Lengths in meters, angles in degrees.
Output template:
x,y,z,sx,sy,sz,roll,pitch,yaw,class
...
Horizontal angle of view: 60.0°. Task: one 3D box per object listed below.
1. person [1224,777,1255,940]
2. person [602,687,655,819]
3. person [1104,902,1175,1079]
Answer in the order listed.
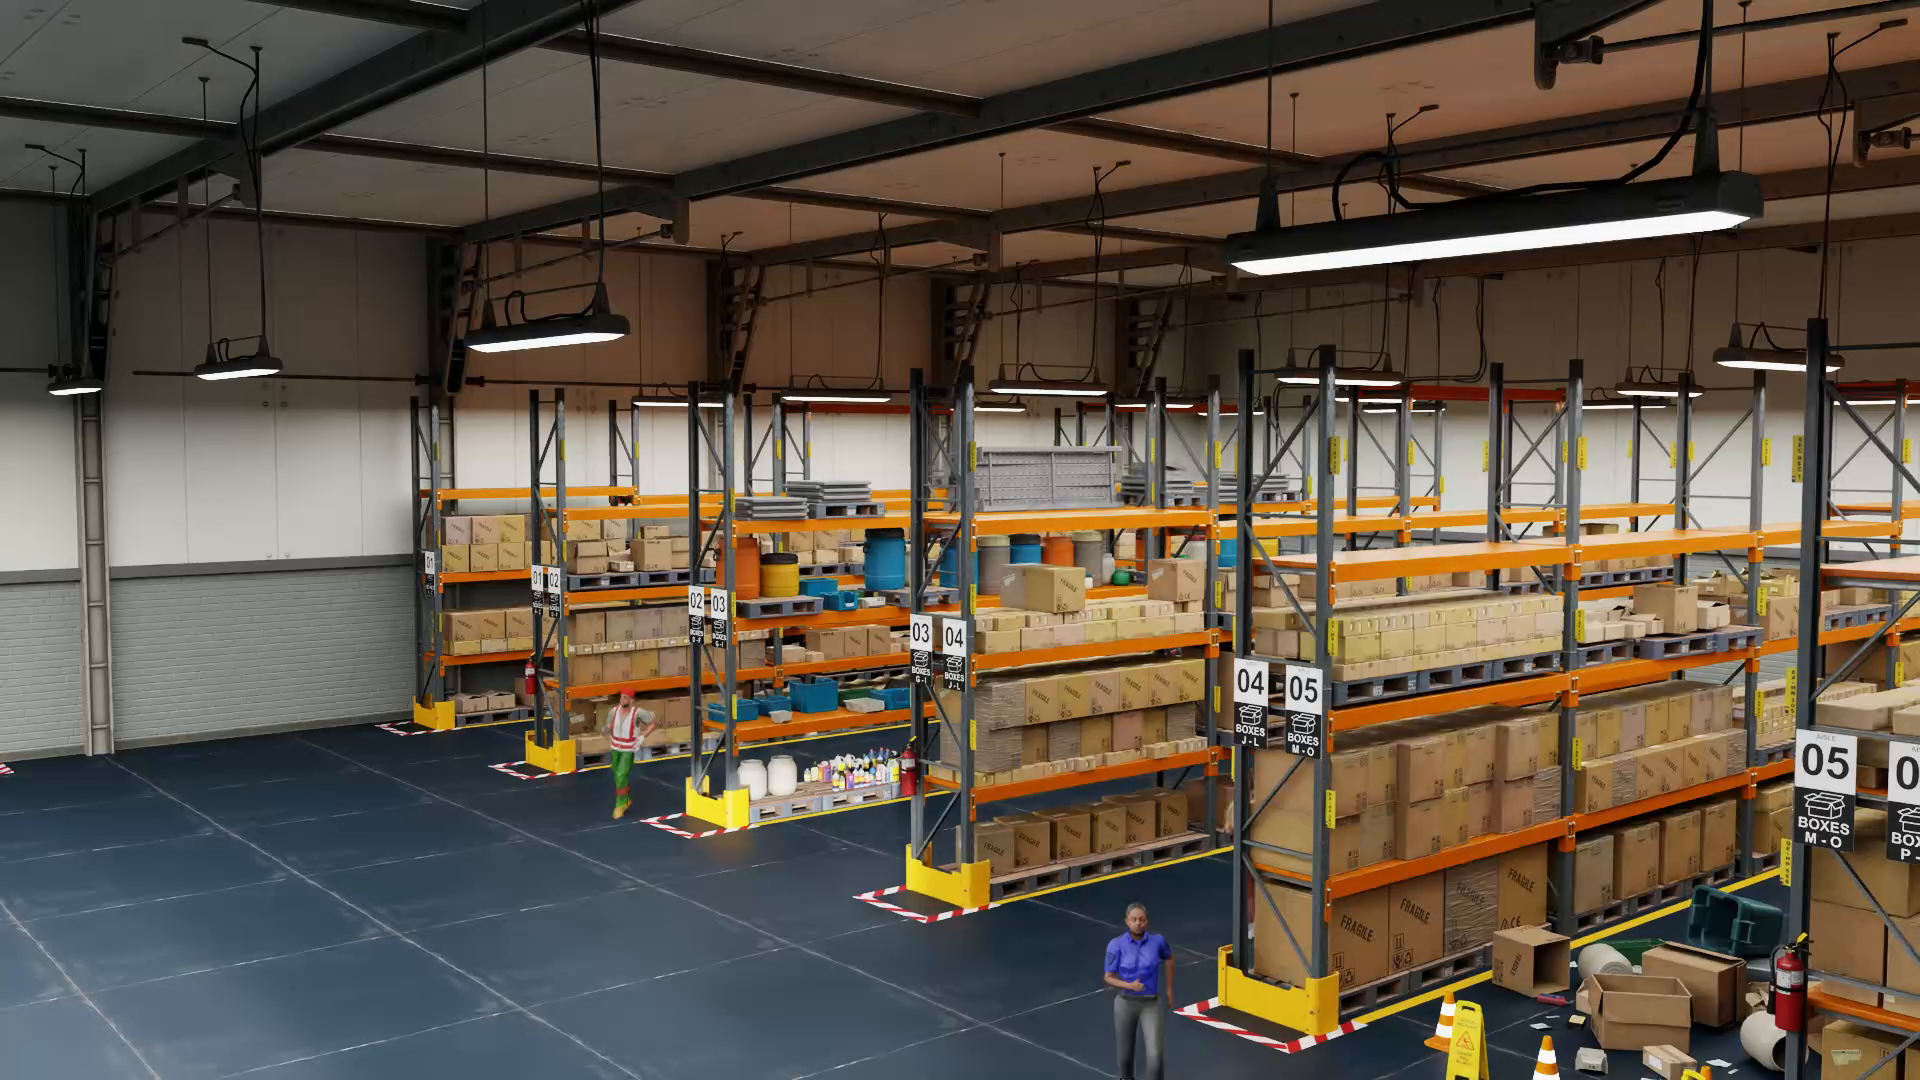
x,y,z,sx,sy,sz,roll,pitch,yaw,class
3.050,3.310,17.467,0.748,1.677,0.562,-3,5,-43,person
-4.610,2.934,22.946,0.652,1.827,0.736,1,4,22,person
1.368,3.603,12.622,0.557,1.710,0.729,0,3,3,person
